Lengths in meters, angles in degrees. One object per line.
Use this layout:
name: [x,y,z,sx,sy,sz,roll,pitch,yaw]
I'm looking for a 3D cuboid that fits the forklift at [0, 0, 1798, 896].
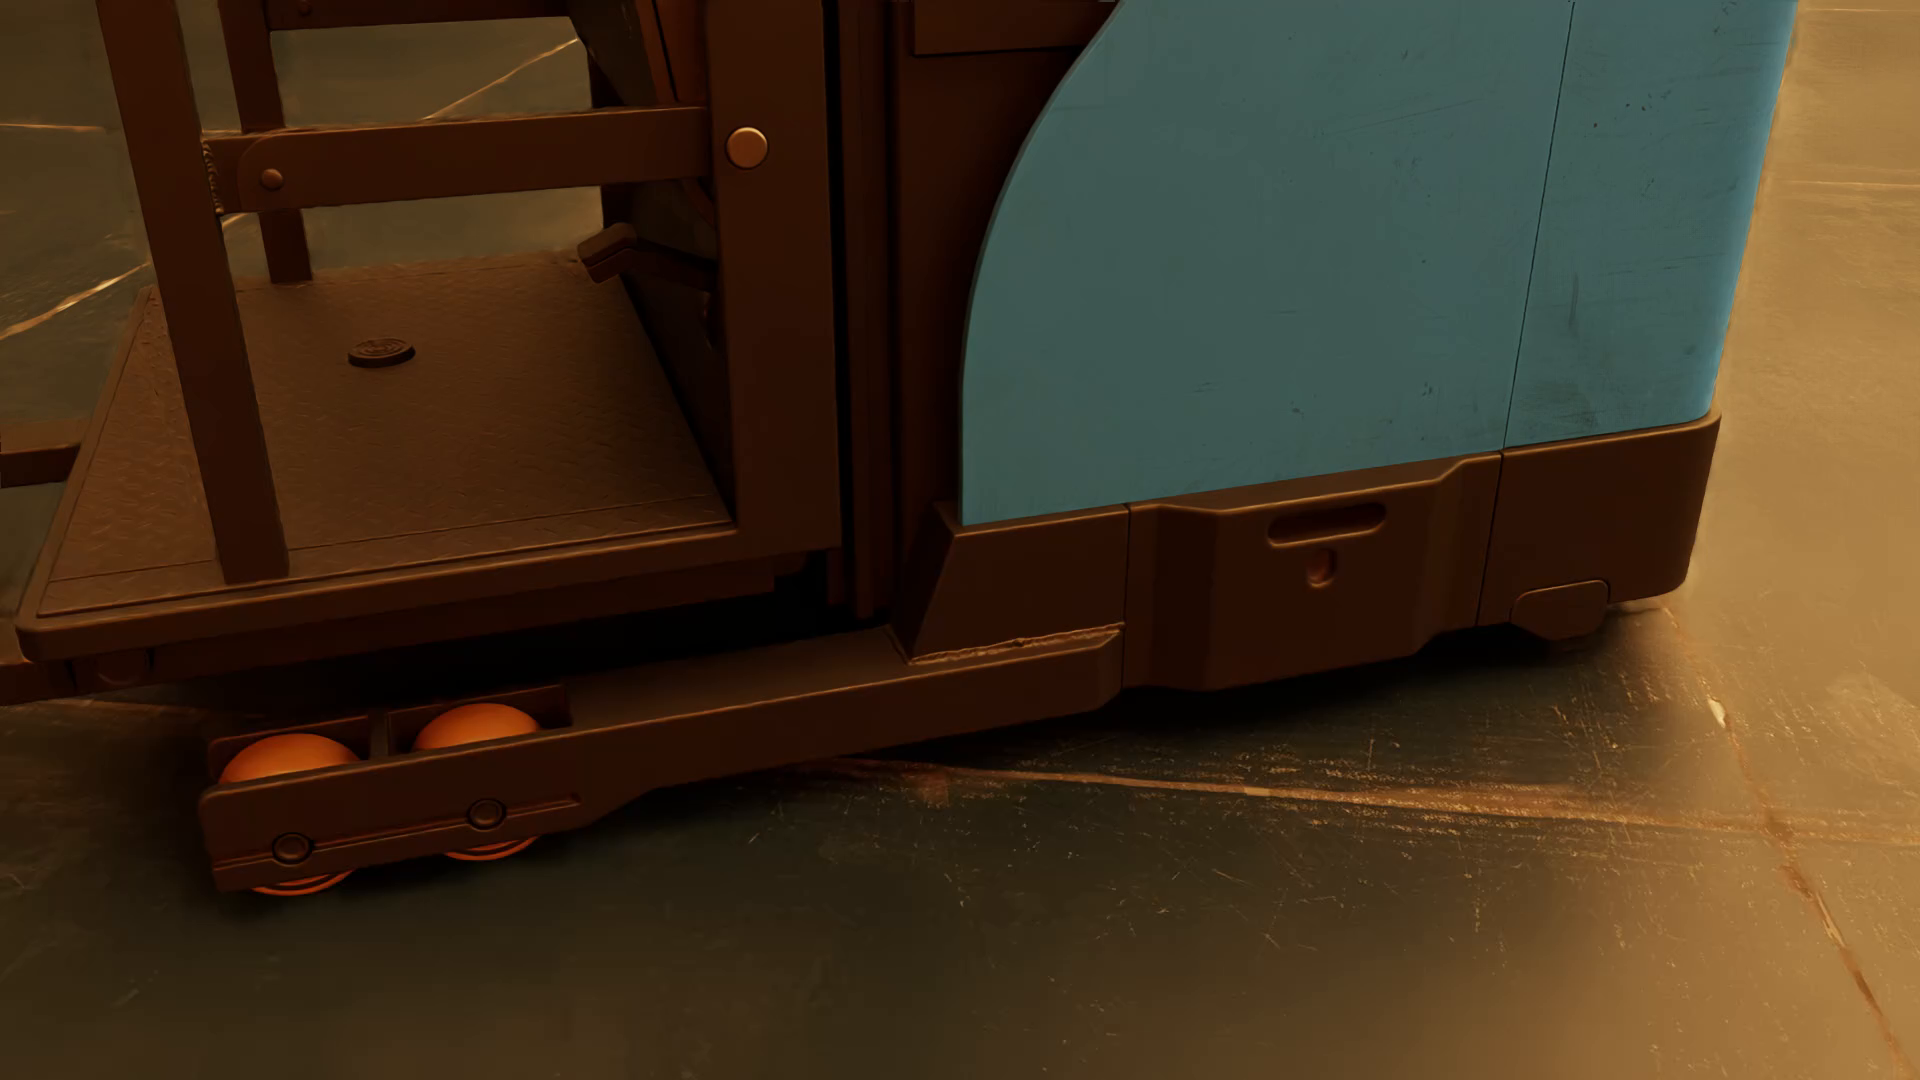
forklift: [-0.587,-1.202,1.626,3.031,2.935,1.130,-8,28,-16]
